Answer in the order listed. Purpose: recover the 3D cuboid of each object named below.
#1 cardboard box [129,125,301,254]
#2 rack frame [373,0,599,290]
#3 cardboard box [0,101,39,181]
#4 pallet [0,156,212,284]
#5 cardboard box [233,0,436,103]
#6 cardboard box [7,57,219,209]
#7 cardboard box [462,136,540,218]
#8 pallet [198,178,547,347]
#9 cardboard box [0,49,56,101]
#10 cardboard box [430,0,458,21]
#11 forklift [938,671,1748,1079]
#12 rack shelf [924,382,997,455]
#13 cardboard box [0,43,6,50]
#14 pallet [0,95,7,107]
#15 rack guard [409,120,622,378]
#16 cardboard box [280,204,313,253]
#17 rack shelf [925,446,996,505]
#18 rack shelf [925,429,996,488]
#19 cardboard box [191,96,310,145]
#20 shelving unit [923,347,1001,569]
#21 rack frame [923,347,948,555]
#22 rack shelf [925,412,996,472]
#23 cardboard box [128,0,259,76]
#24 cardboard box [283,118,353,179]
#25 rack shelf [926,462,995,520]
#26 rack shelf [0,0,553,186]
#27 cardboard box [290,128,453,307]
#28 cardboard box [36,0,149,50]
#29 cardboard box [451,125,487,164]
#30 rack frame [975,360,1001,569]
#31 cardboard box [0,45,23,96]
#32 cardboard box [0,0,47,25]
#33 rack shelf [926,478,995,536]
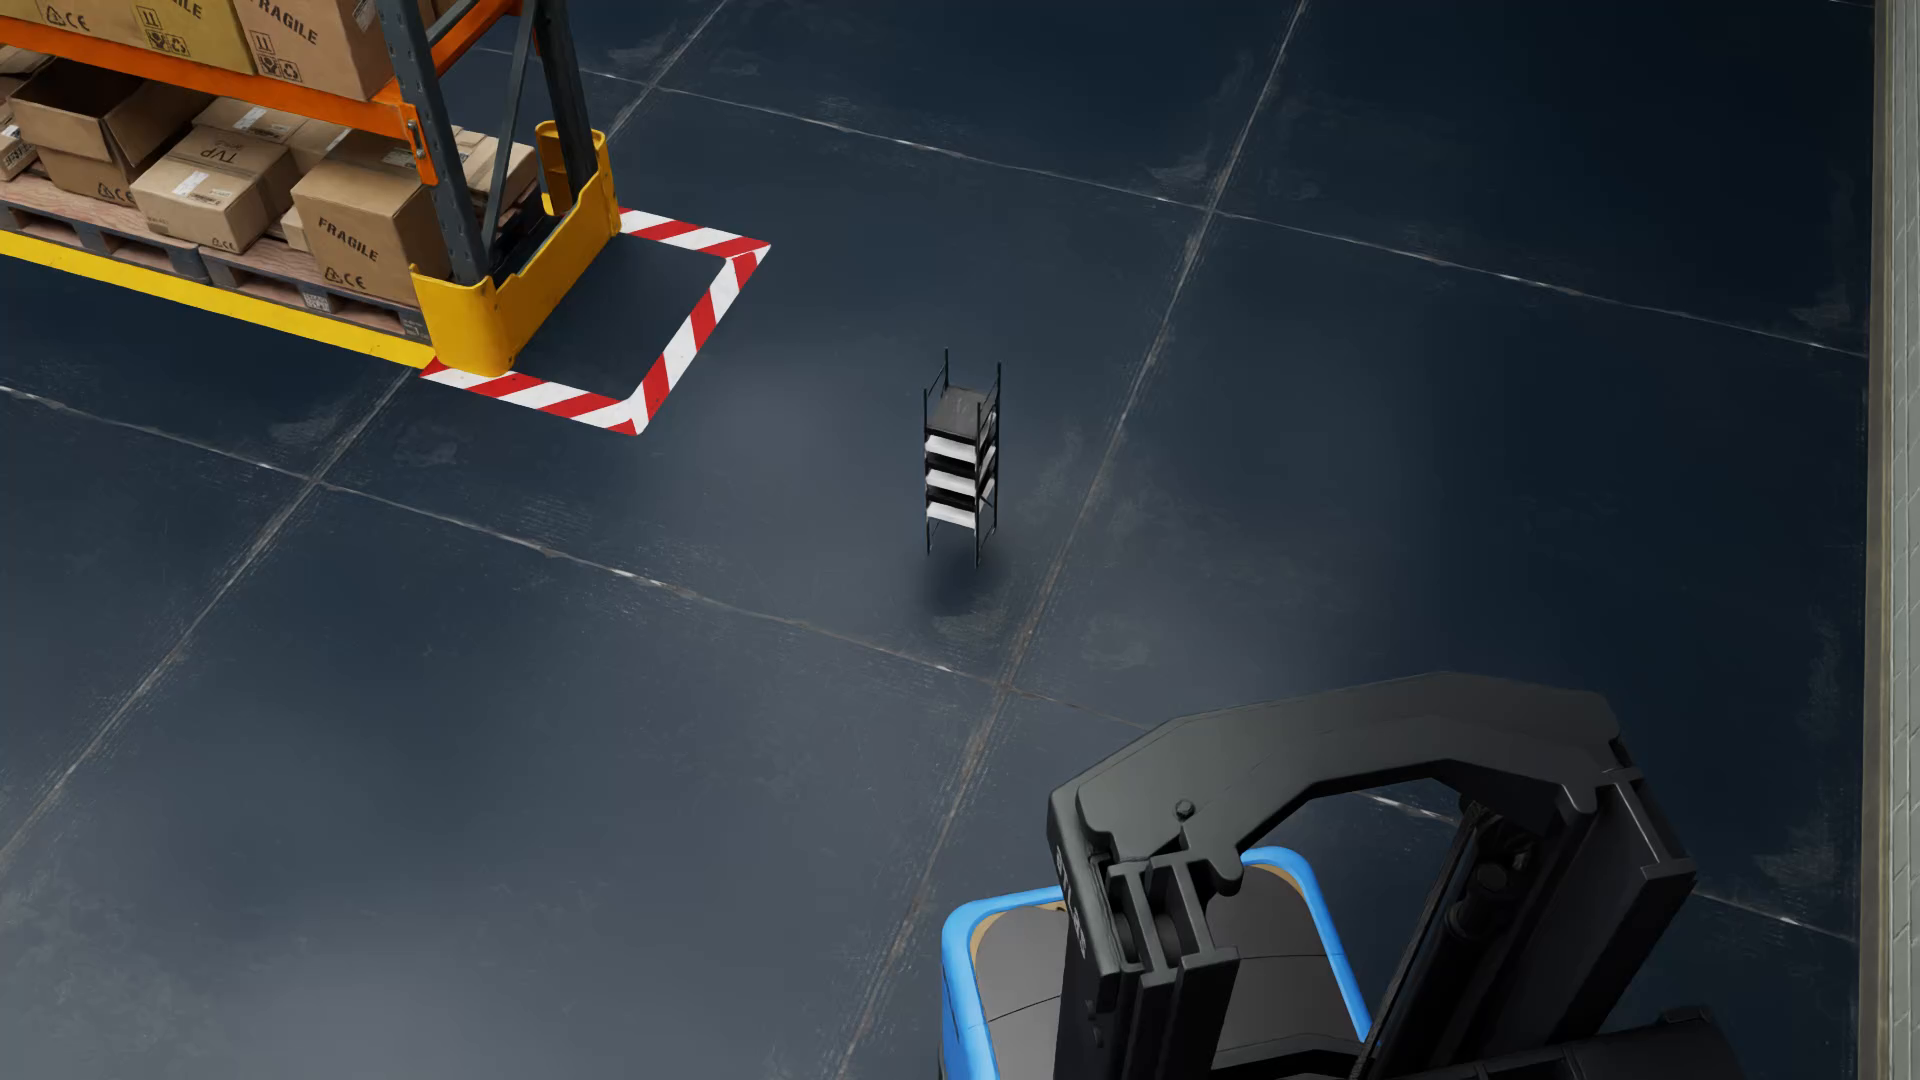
[{"bbox_3d":[-3.358,-1.594,7.542,0.500,0.250,0.500,16,51,13],"label":"cardboard box"},{"bbox_3d":[-1.882,-2.113,6.463,0.127,3.000,1.000,16,51,13],"label":"rack frame"},{"bbox_3d":[-4.500,-1.894,7.857,0.250,0.166,0.380,16,51,13],"label":"cardboard box"},{"bbox_3d":[-3.842,-1.748,7.992,1.213,0.211,1.003,16,51,13],"label":"pallet"},{"bbox_3d":[-2.396,-2.070,6.359,0.500,0.500,0.500,17,51,14],"label":"cardboard box"},{"bbox_3d":[-3.870,-1.998,7.725,0.637,0.503,0.797,16,51,13],"label":"cardboard box"},{"bbox_3d":[-2.156,-1.677,7.680,0.250,0.149,0.380,16,51,13],"label":"cardboard box"},{"bbox_3d":[-2.701,-1.427,7.714,1.213,0.211,1.003,16,51,13],"label":"pallet"},{"bbox_3d":[-4.298,-2.279,8.095,0.500,0.311,0.500,16,51,13],"label":"cardboard box"},{"bbox_3d":[-2.207,-2.449,6.688,0.500,0.500,0.500,17,51,14],"label":"cardboard box"},{"bbox_3d":[0.737,1.726,3.181,1.130,2.935,3.031,-9,50,-8],"label":"forklift"},{"bbox_3d":[0.008,-0.448,6.096,0.200,0.077,0.258,16,51,13],"label":"rack shelf"},{"bbox_3d":[-5.001,-2.538,8.194,0.500,0.500,0.500,16,51,13],"label":"cardboard box"},{"bbox_3d":[-4.990,-2.066,8.268,1.213,0.211,1.003,16,51,13],"label":"pallet"},{"bbox_3d":[-1.953,-1.314,7.425,0.348,0.500,1.175,16,51,13],"label":"rack guard"},{"bbox_3d":[-2.826,-1.467,7.487,0.250,0.166,0.380,16,51,13],"label":"cardboard box"},{"bbox_3d":[0.008,-0.271,6.300,0.200,0.077,0.258,16,51,13],"label":"rack shelf"},{"bbox_3d":[0.008,-0.330,6.232,0.200,0.077,0.258,16,51,13],"label":"rack shelf"},{"bbox_3d":[-3.232,-1.962,7.860,0.500,0.250,0.500,16,51,13],"label":"cardboard box"},{"bbox_3d":[0.008,-0.293,6.275,0.210,0.900,0.258,16,51,13],"label":"shelving unit"},{"bbox_3d":[-0.088,-0.319,6.298,0.006,0.900,0.240,16,51,13],"label":"rack frame"},{"bbox_3d":[0.008,-0.389,6.164,0.200,0.077,0.258,16,51,13],"label":"rack shelf"},{"bbox_3d":[-2.884,-2.203,6.475,0.500,0.500,0.500,16,51,13],"label":"cardboard box"},{"bbox_3d":[-2.763,-1.831,7.747,0.500,0.250,0.500,16,51,13],"label":"cardboard box"},{"bbox_3d":[0.008,-0.212,6.368,0.200,0.077,0.258,16,51,13],"label":"rack shelf"},{"bbox_3d":[-3.758,-2.401,7.189,4.000,0.370,1.077,16,51,13],"label":"rack shelf"},{"bbox_3d":[-2.477,-1.406,7.213,0.500,0.500,0.500,16,51,13],"label":"cardboard box"},{"bbox_3d":[-3.350,-2.338,6.592,0.500,0.500,0.500,16,51,13],"label":"cardboard box"},{"bbox_3d":[-2.390,-1.748,7.730,0.250,0.166,0.380,16,51,13],"label":"cardboard box"},{"bbox_3d":[0.103,-0.266,6.252,0.006,0.900,0.240,16,51,13],"label":"rack frame"},{"bbox_3d":[-4.629,-2.367,8.278,0.250,0.149,0.380,16,51,13],"label":"cardboard box"},{"bbox_3d":[-3.823,-2.470,6.706,0.500,0.500,0.500,15,51,13],"label":"cardboard box"},{"bbox_3d":[0.008,-0.153,6.436,0.200,0.077,0.258,16,51,13],"label":"rack shelf"}]
